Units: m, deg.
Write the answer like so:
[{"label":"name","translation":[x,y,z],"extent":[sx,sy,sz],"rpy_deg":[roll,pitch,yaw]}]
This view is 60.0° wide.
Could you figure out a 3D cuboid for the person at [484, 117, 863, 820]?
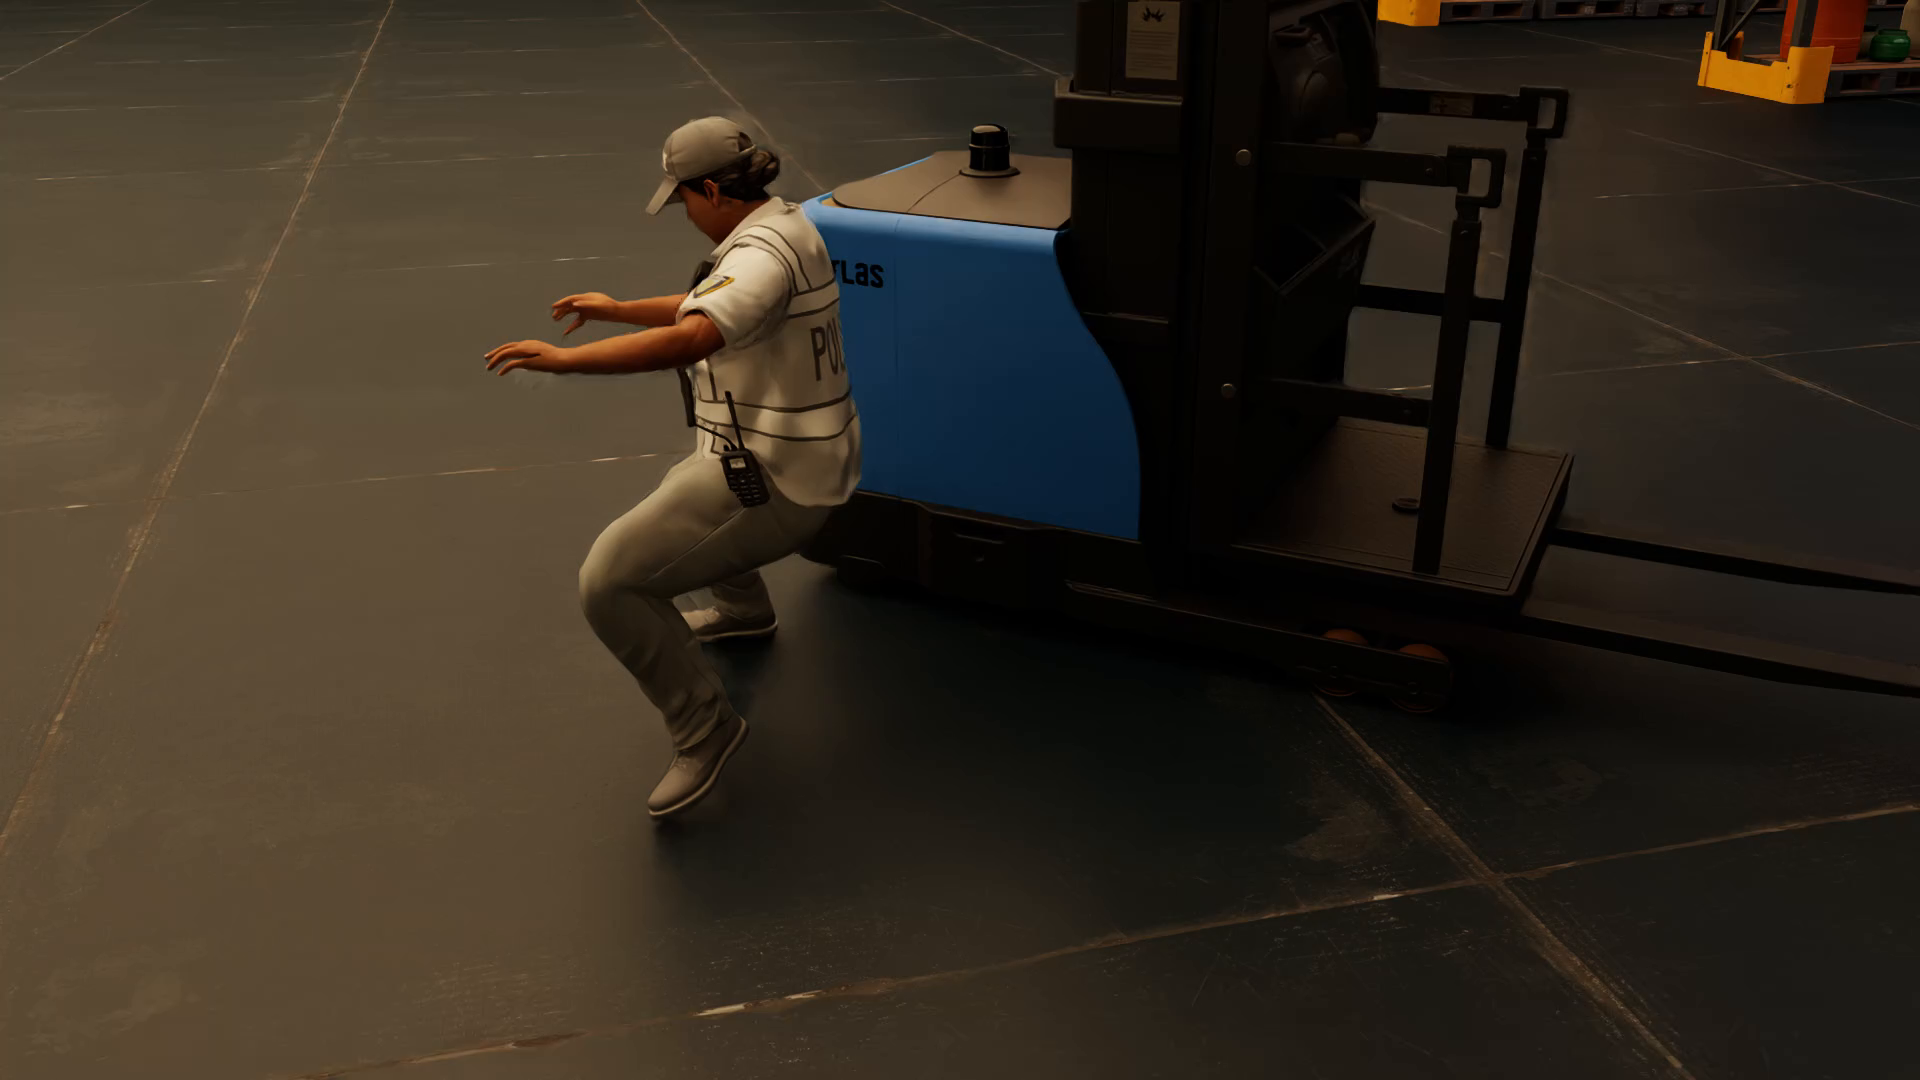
[{"label":"person","translation":[-0.592,-0.223,3.754],"extent":[0.727,1.425,1.016],"rpy_deg":[3,23,7]}]

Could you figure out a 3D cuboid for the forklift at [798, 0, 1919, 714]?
[{"label":"forklift","translation":[1.086,-1.162,4.041],"extent":[3.031,2.935,1.130],"rpy_deg":[11,25,24]}]
